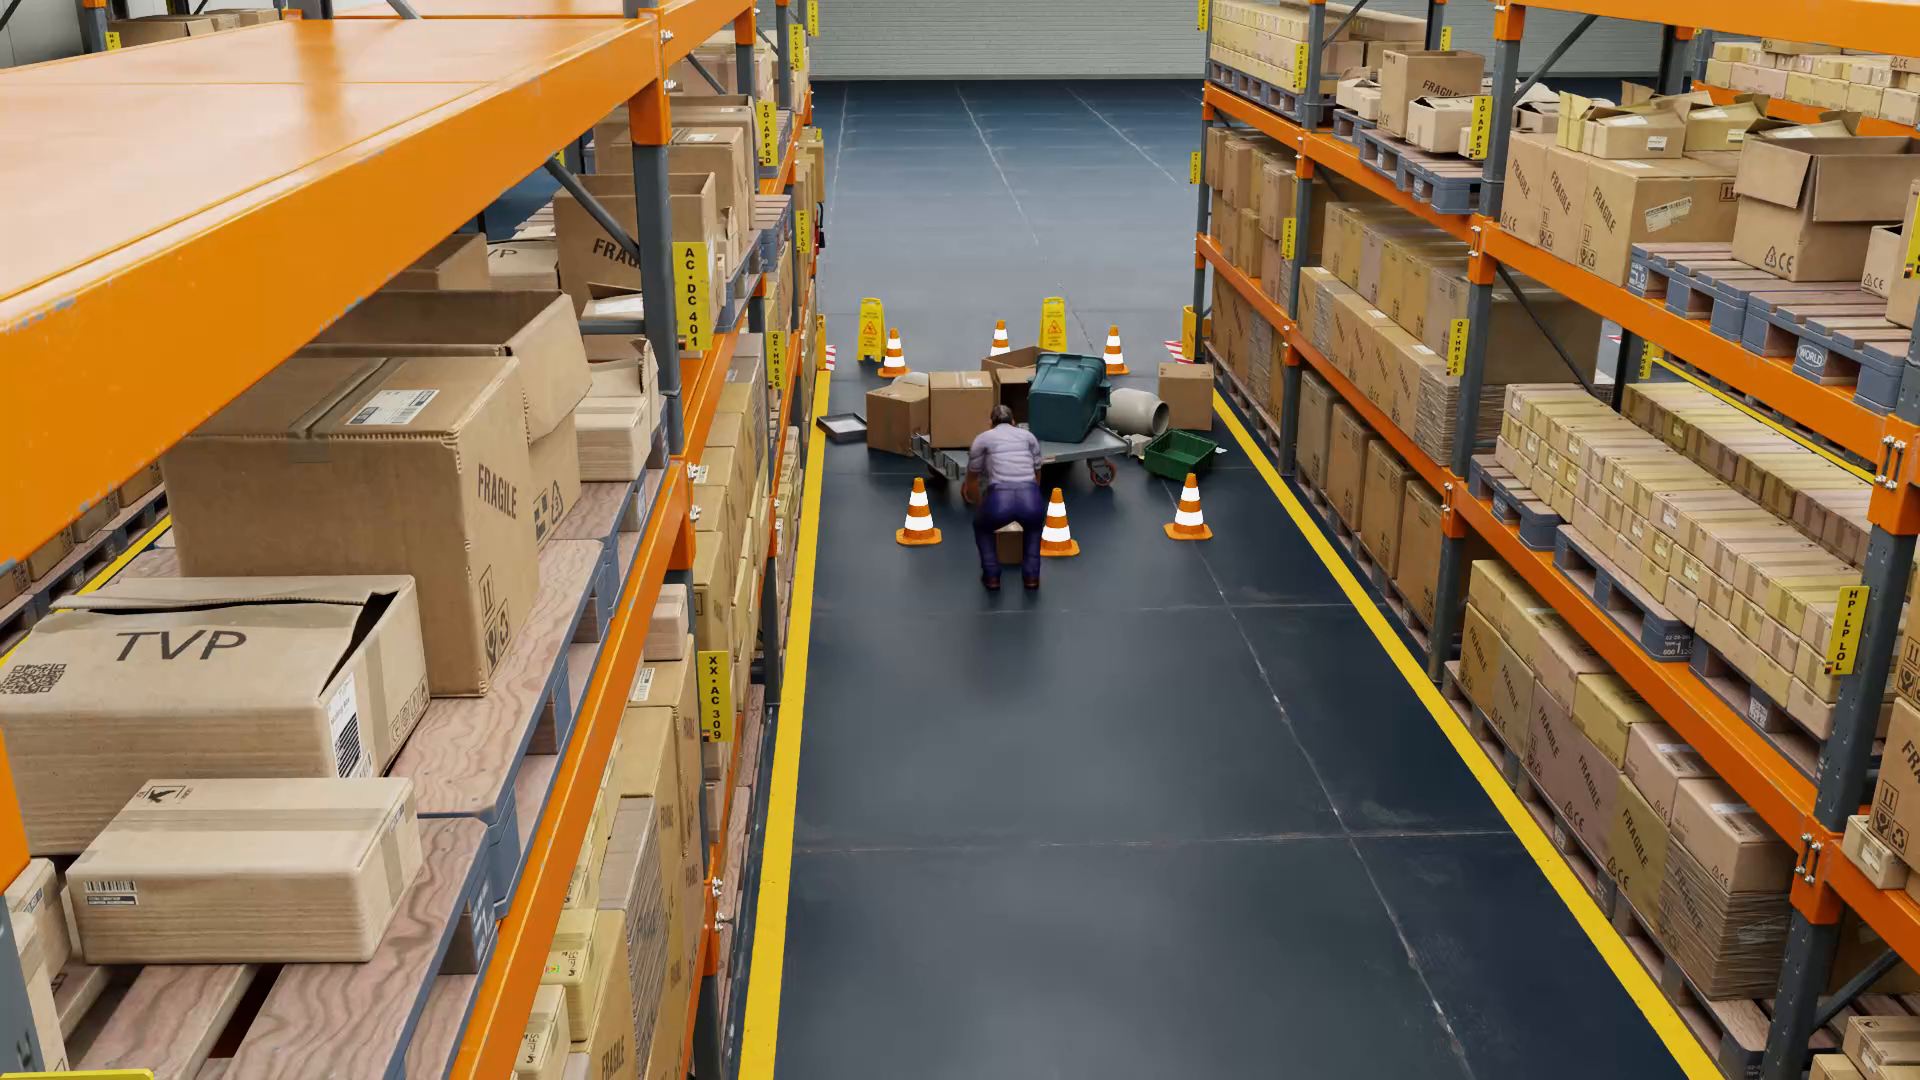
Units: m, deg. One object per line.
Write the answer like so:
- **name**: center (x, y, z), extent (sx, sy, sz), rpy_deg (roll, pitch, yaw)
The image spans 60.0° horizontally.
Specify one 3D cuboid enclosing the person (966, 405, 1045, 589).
- **person**: center (0.320, -0.280, 11.499), extent (0.541, 1.198, 0.742), rpy_deg (-1, 21, -3)
